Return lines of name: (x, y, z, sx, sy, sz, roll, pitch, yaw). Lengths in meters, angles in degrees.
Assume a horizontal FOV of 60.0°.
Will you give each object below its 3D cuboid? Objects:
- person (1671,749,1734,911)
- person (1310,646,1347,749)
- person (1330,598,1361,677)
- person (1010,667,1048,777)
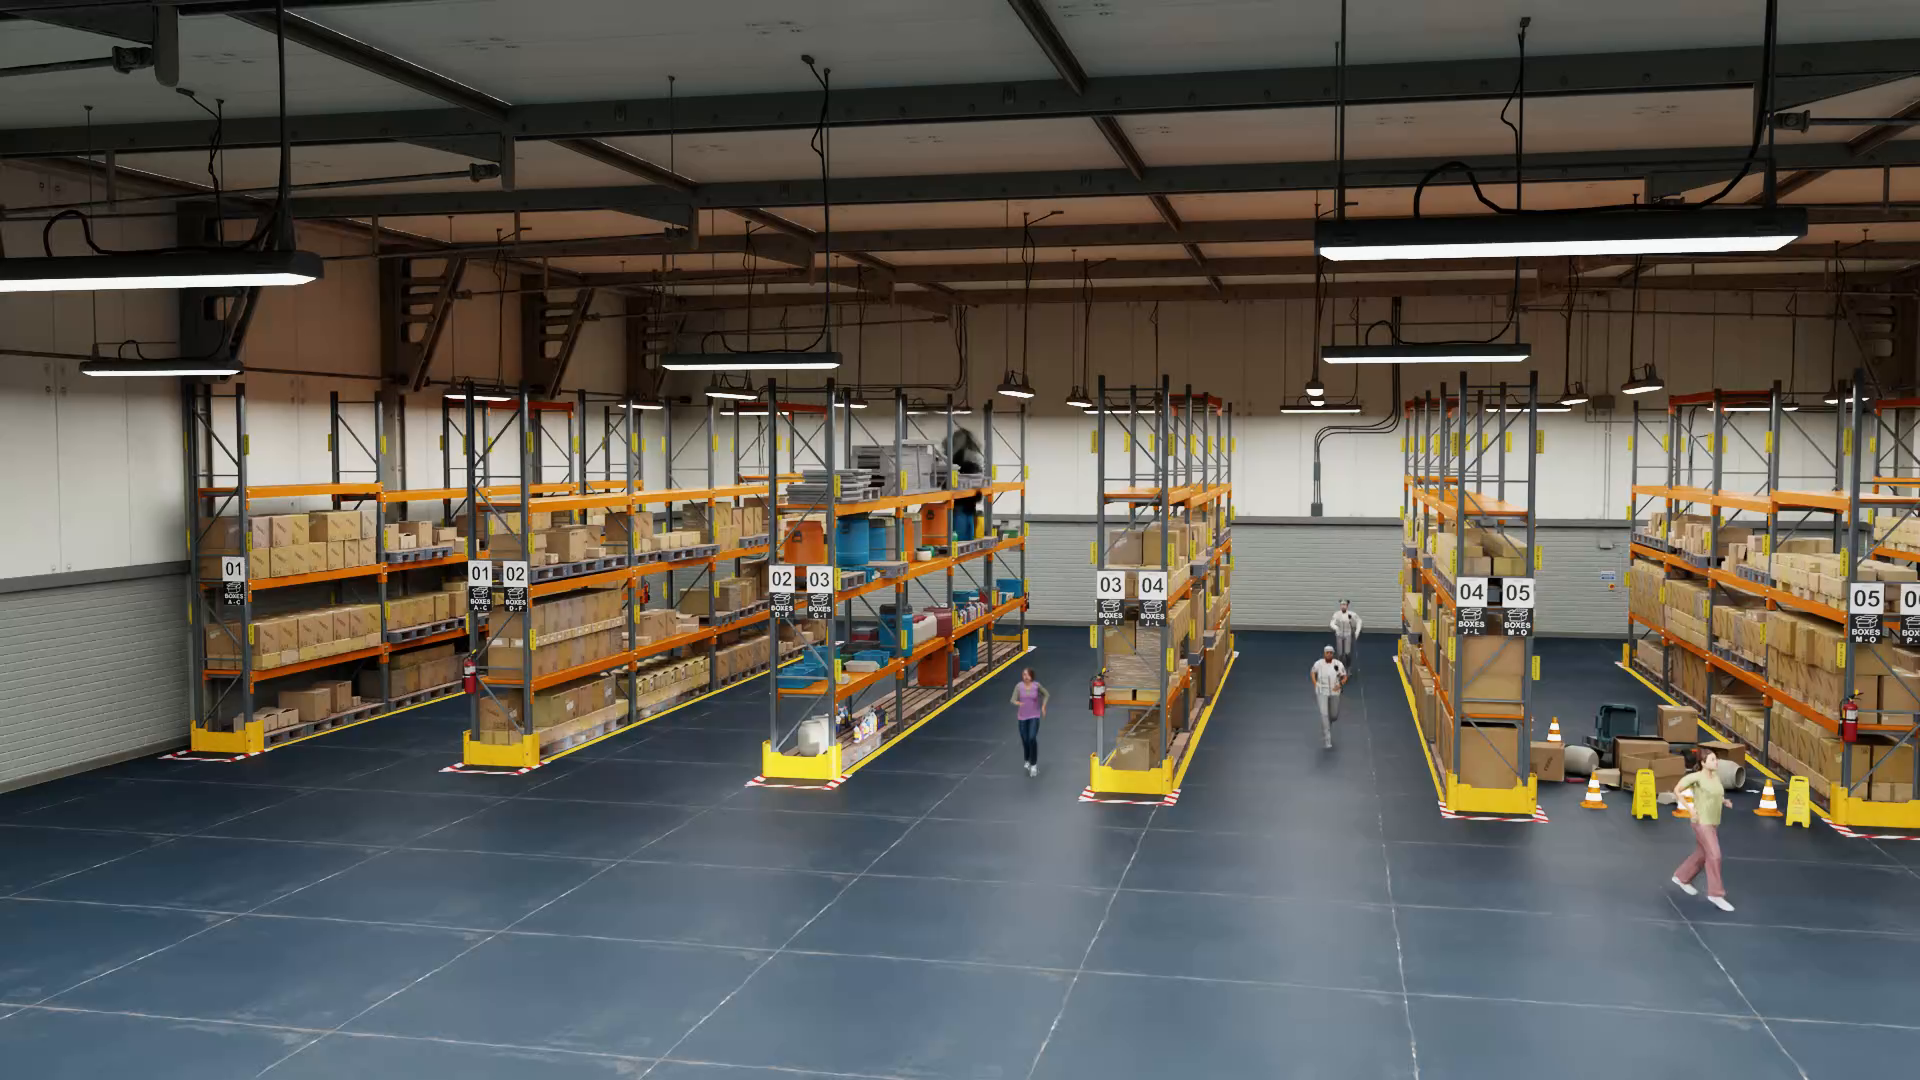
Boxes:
person: (8.141, 3.121, 18.172, 0.583, 1.699, 0.789, -2, 4, -33)
person: (6.192, 2.602, 27.882, 0.577, 1.673, 1.084, 0, 3, 1)
person: (8.325, 2.121, 35.954, 0.636, 1.719, 0.682, 1, 3, 20)
person: (1.042, 2.752, 25.306, 0.541, 1.643, 0.678, 1, 3, 14)
